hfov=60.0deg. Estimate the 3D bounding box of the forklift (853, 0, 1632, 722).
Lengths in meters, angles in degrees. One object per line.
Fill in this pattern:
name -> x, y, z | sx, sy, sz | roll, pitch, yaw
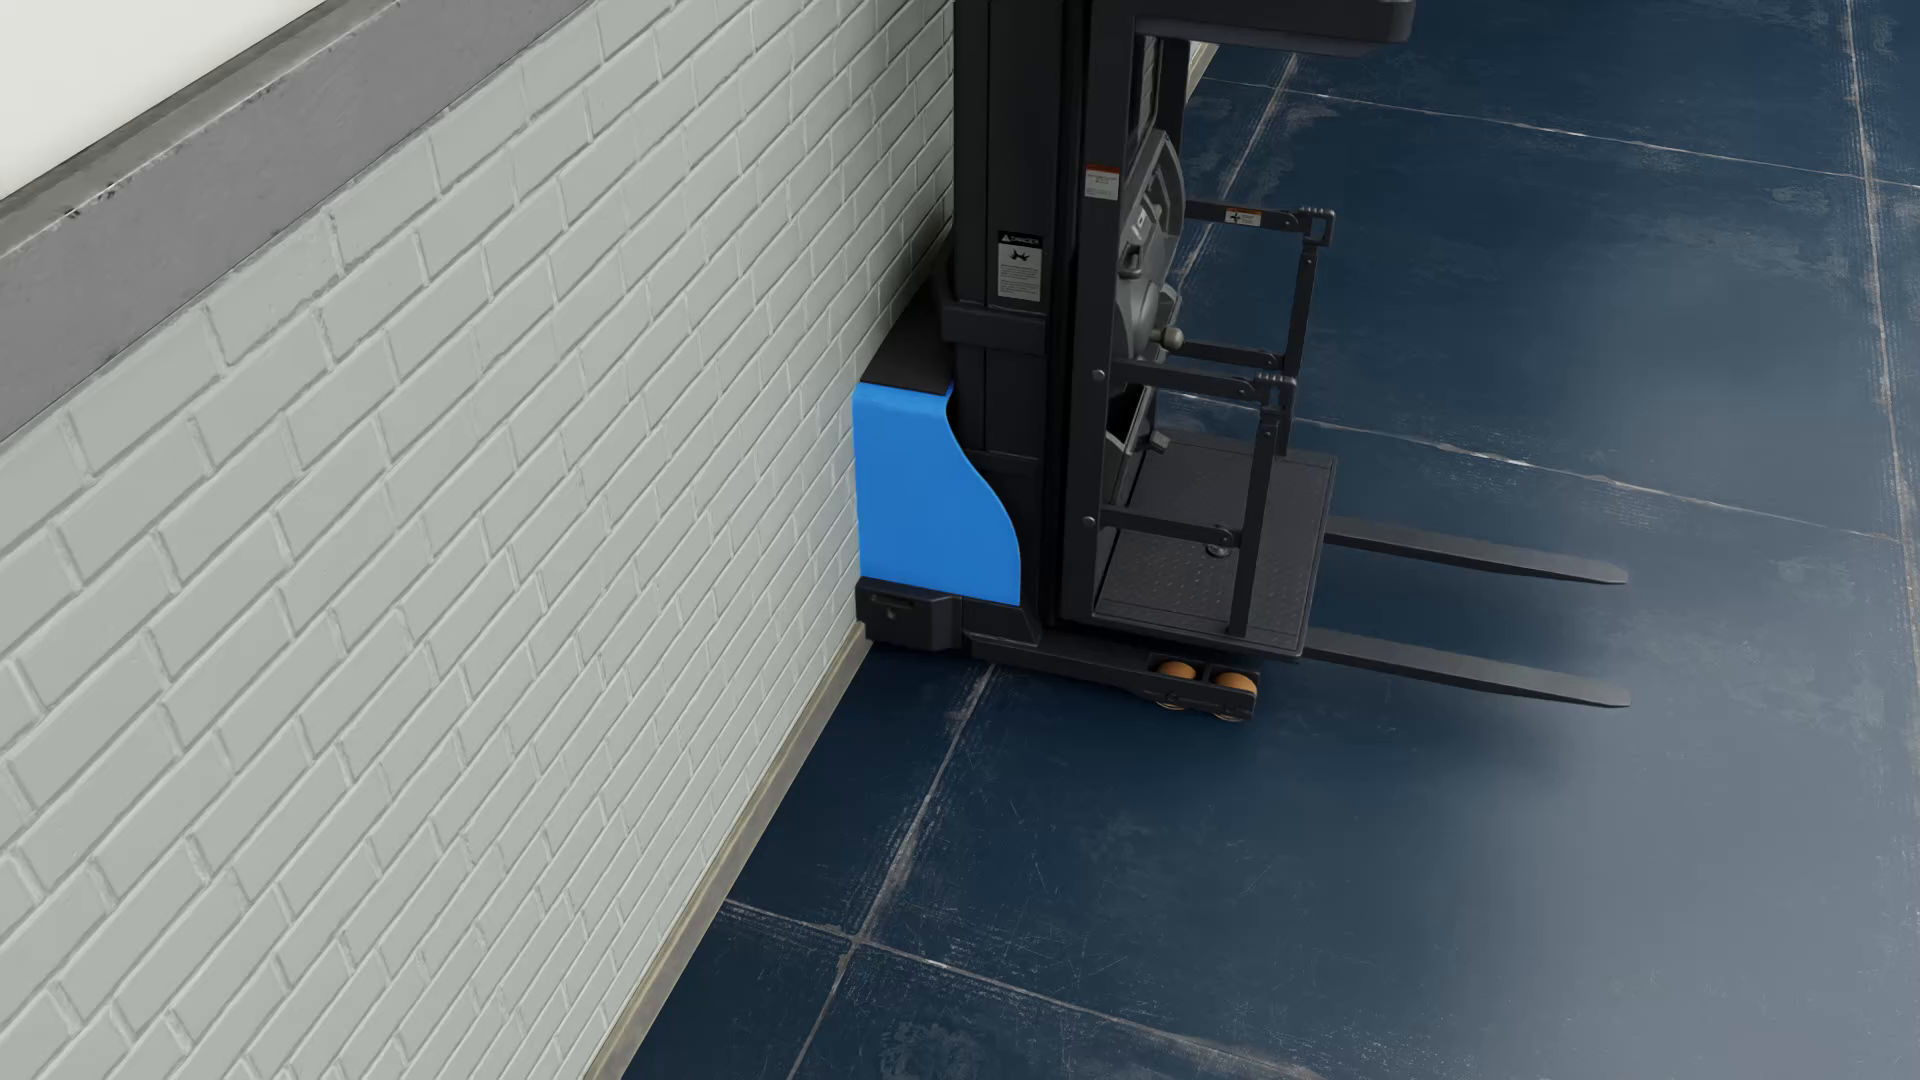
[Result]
forklift -> 0.771, -0.896, 5.042 | 3.031, 2.935, 1.130 | 10, 42, 12
